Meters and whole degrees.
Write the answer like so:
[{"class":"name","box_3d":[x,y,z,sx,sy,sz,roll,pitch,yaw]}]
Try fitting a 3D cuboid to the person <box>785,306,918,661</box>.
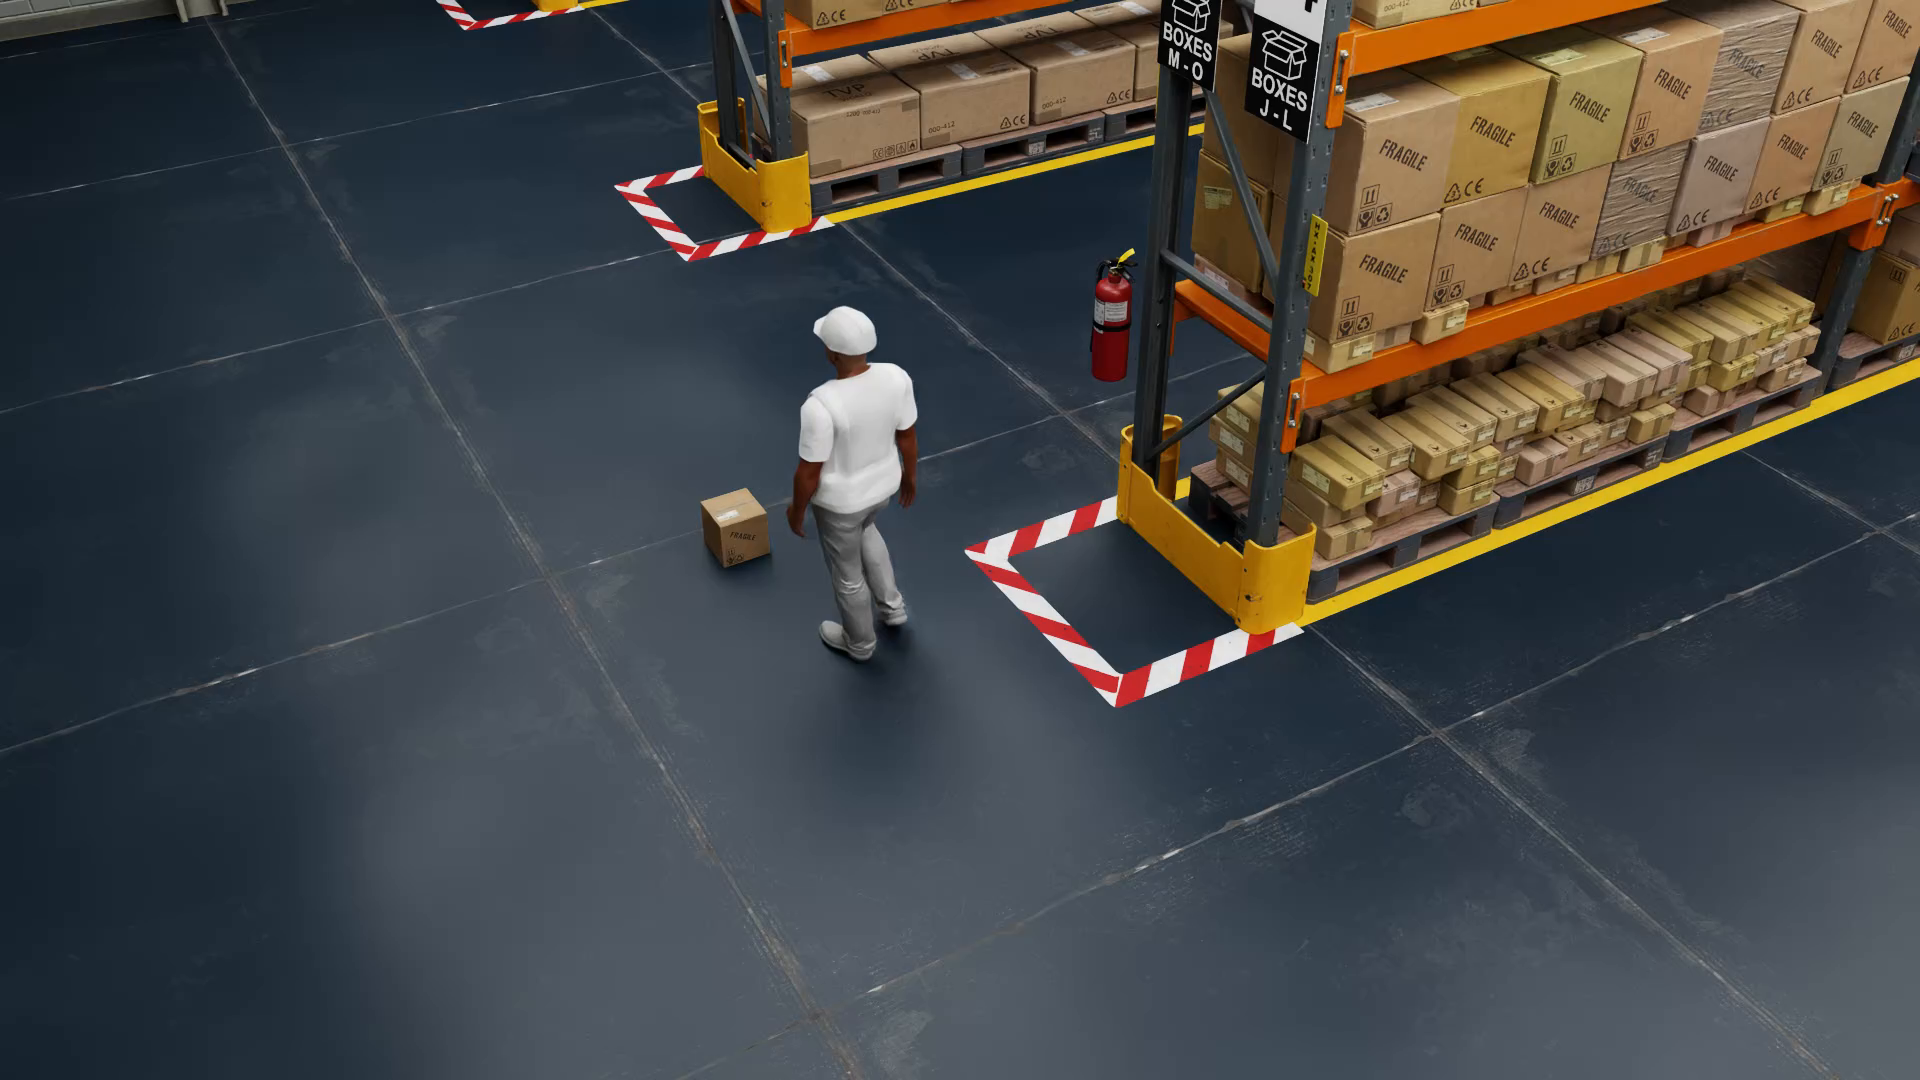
[{"class":"person","box_3d":[-0.496,-0.234,7.214,0.589,1.767,0.435,-29,46,-33]}]
